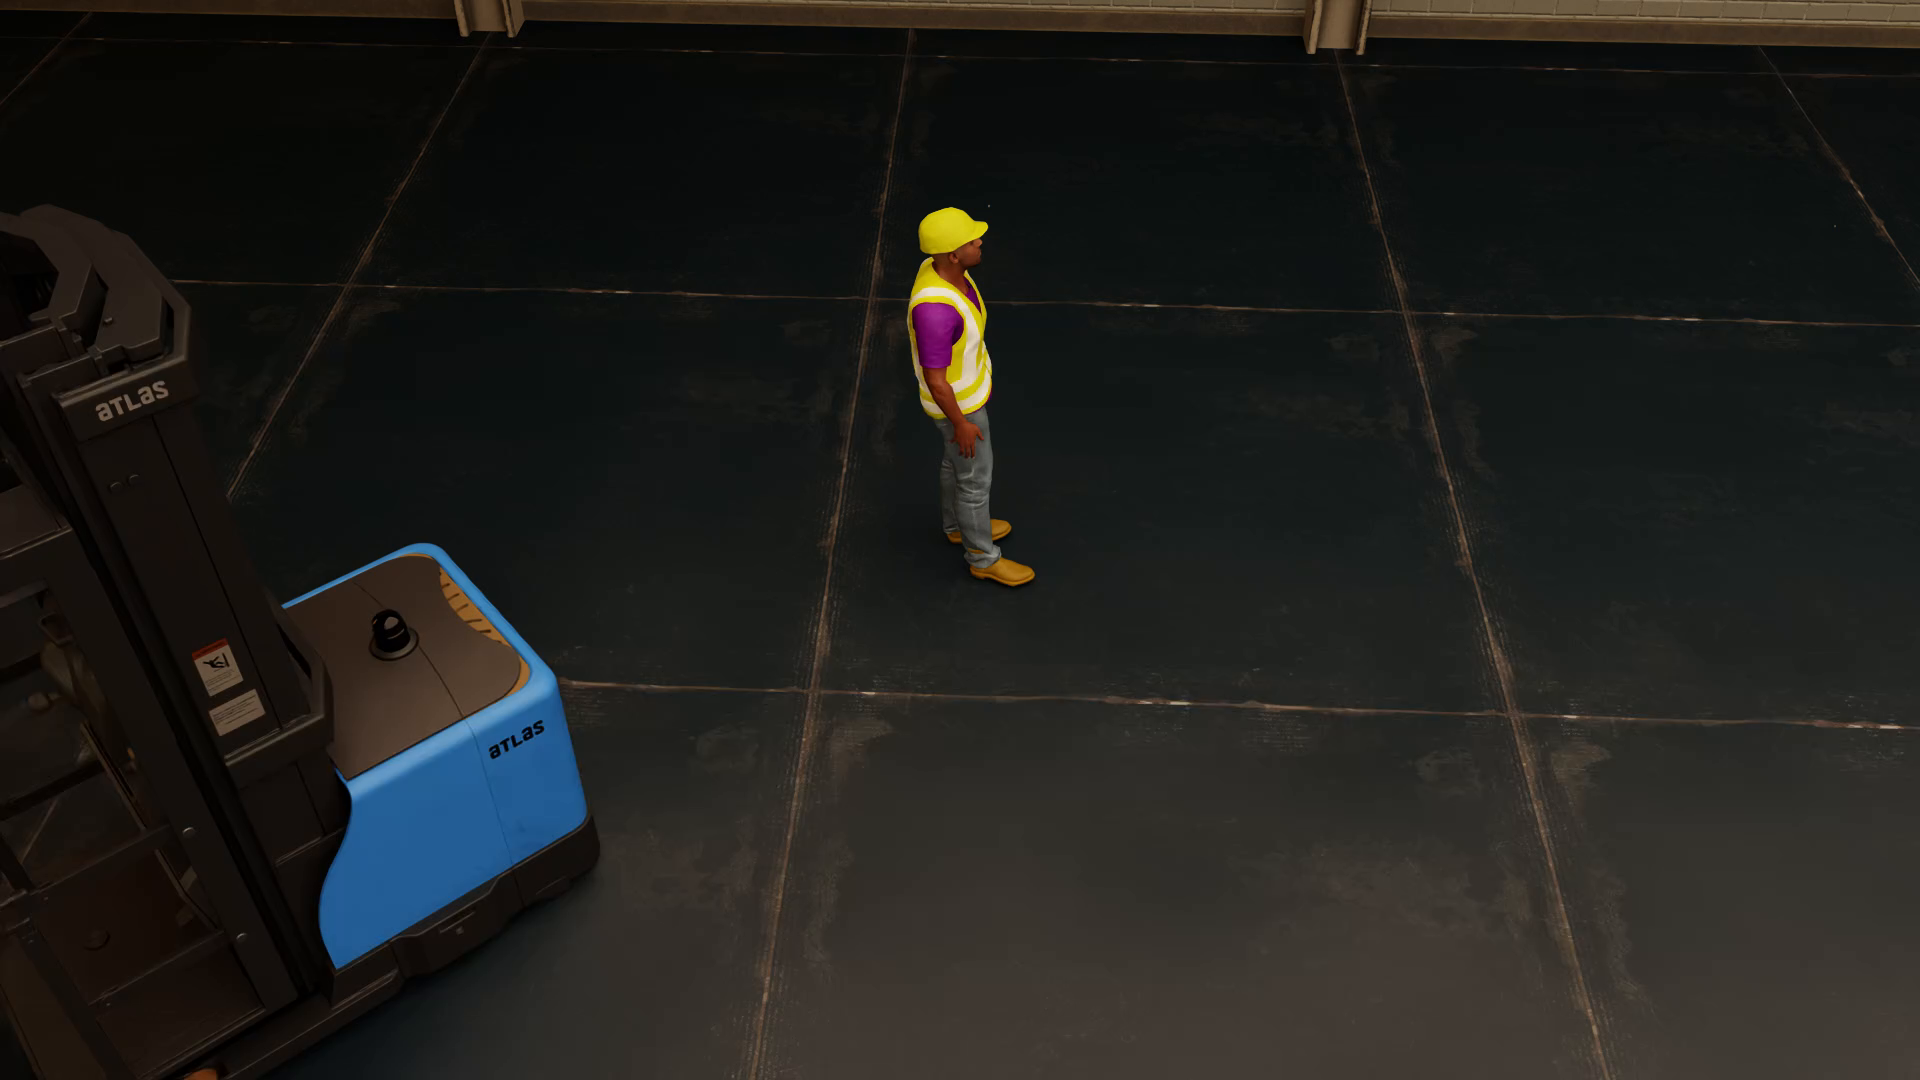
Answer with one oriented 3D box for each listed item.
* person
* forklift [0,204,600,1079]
[{"bbox_3d":[0.069,-0.651,7.309,0.577,1.765,0.665,2,42,2],"label":"person"},{"bbox_3d":[-2.855,0.583,5.103,3.031,2.935,1.130,-30,50,-28],"label":"forklift"}]
